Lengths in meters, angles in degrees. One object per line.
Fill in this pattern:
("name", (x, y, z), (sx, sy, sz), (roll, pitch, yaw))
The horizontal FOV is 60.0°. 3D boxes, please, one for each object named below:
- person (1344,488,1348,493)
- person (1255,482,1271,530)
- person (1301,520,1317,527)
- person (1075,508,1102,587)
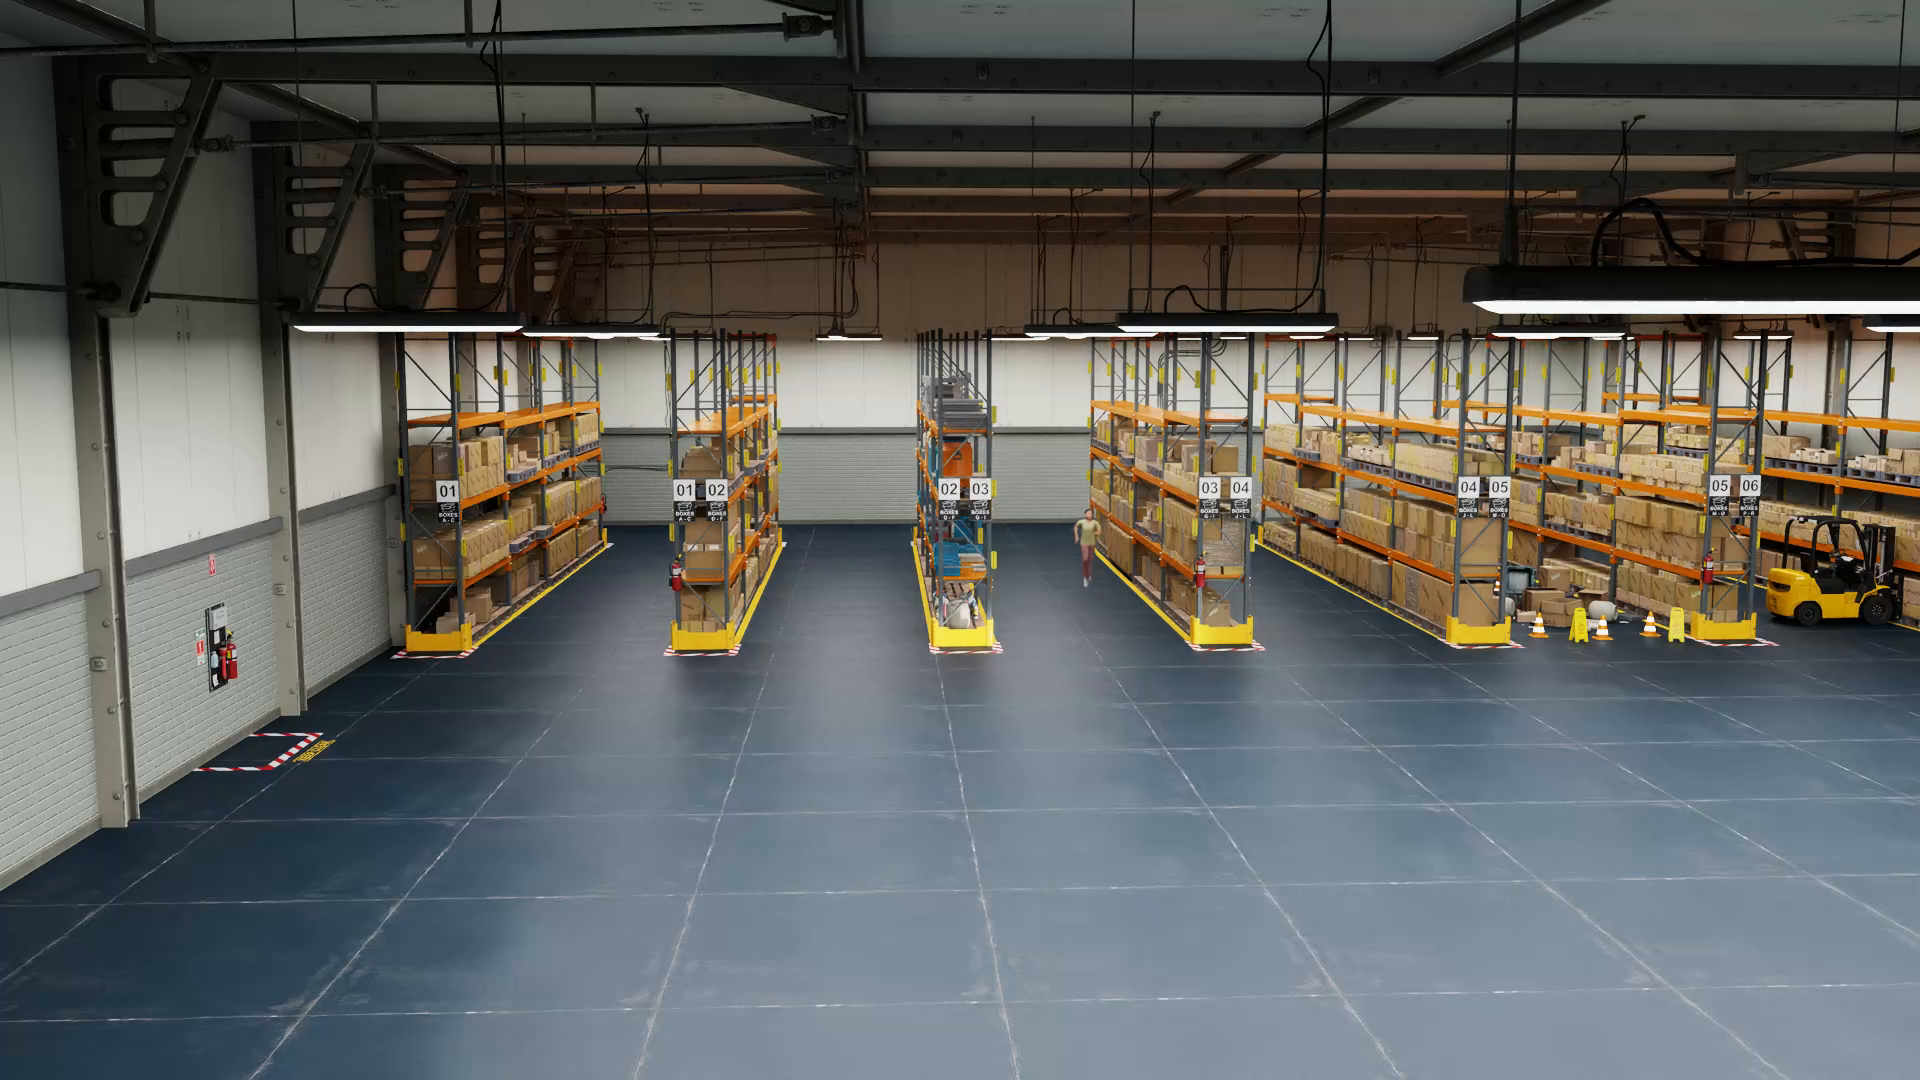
("person", (10.789, -0.615, 46.454), (0.583, 1.678, 0.900), (0, 7, 1))
("person", (8.971, -0.930, 49.160), (0.539, 1.733, 0.688), (0, 7, 3))
("person", (10.305, -0.905, 49.275), (0.848, 1.670, 0.565), (0, 7, 1))
("person", (2.922, 0.151, 37.793), (0.564, 1.753, 0.777), (-1, 7, -8))
